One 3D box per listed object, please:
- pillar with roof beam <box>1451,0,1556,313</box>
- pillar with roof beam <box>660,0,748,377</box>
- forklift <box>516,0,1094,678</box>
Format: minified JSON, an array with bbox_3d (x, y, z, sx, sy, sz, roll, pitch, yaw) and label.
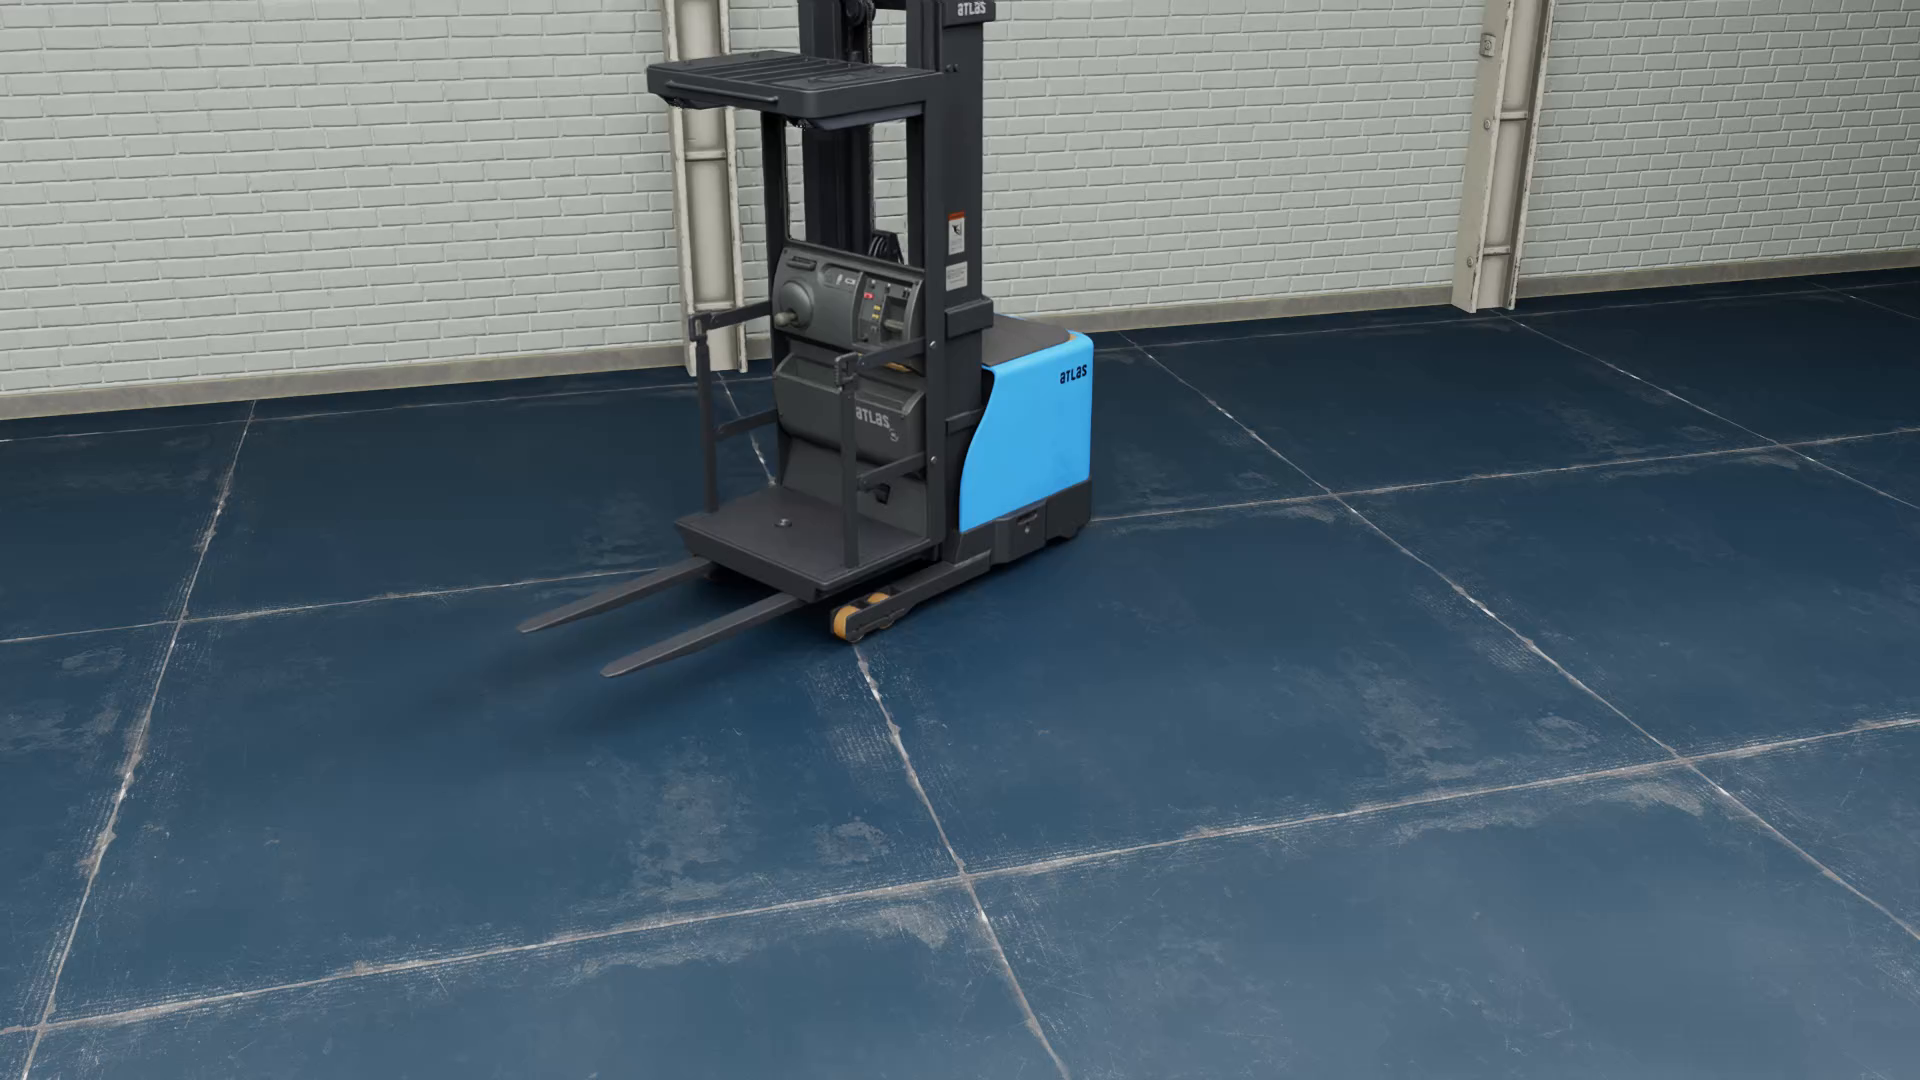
[{"bbox_3d":[5.249,-4.335,7.441,0.400,9.000,9.100,-6,24,-14],"label":"pillar with roof beam"},{"bbox_3d":[-0.528,-3.696,5.951,0.400,9.000,9.100,-6,24,-14],"label":"pillar with roof beam"},{"bbox_3d":[-0.675,-1.103,7.603,1.130,2.935,3.031,20,30,39],"label":"forklift"}]
